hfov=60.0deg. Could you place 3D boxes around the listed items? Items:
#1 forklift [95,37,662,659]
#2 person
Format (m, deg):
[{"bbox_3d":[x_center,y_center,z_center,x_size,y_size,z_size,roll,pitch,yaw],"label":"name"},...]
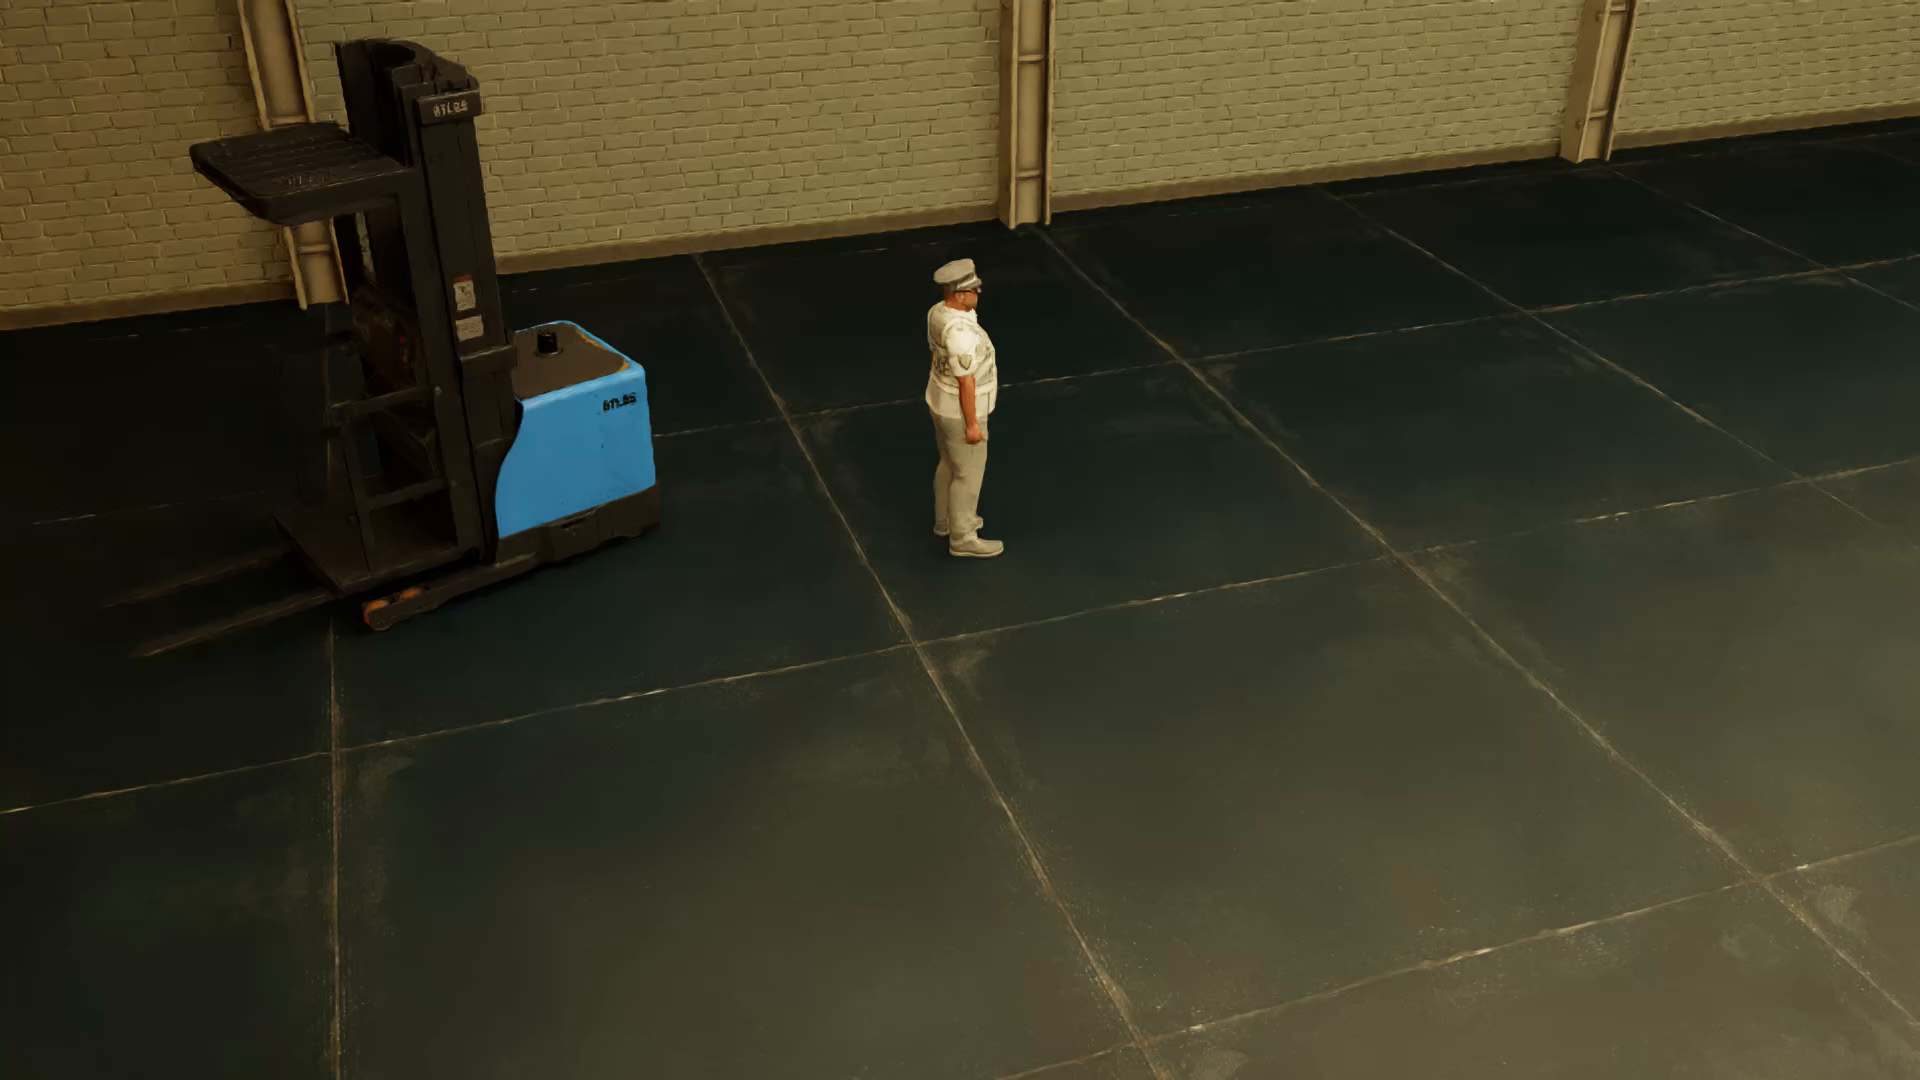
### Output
[{"bbox_3d":[-3.281,-1.070,8.946,3.031,2.935,1.130,-22,36,-33],"label":"forklift"},{"bbox_3d":[0.015,-0.770,9.589,0.396,1.773,0.523,-10,31,-16],"label":"person"}]
